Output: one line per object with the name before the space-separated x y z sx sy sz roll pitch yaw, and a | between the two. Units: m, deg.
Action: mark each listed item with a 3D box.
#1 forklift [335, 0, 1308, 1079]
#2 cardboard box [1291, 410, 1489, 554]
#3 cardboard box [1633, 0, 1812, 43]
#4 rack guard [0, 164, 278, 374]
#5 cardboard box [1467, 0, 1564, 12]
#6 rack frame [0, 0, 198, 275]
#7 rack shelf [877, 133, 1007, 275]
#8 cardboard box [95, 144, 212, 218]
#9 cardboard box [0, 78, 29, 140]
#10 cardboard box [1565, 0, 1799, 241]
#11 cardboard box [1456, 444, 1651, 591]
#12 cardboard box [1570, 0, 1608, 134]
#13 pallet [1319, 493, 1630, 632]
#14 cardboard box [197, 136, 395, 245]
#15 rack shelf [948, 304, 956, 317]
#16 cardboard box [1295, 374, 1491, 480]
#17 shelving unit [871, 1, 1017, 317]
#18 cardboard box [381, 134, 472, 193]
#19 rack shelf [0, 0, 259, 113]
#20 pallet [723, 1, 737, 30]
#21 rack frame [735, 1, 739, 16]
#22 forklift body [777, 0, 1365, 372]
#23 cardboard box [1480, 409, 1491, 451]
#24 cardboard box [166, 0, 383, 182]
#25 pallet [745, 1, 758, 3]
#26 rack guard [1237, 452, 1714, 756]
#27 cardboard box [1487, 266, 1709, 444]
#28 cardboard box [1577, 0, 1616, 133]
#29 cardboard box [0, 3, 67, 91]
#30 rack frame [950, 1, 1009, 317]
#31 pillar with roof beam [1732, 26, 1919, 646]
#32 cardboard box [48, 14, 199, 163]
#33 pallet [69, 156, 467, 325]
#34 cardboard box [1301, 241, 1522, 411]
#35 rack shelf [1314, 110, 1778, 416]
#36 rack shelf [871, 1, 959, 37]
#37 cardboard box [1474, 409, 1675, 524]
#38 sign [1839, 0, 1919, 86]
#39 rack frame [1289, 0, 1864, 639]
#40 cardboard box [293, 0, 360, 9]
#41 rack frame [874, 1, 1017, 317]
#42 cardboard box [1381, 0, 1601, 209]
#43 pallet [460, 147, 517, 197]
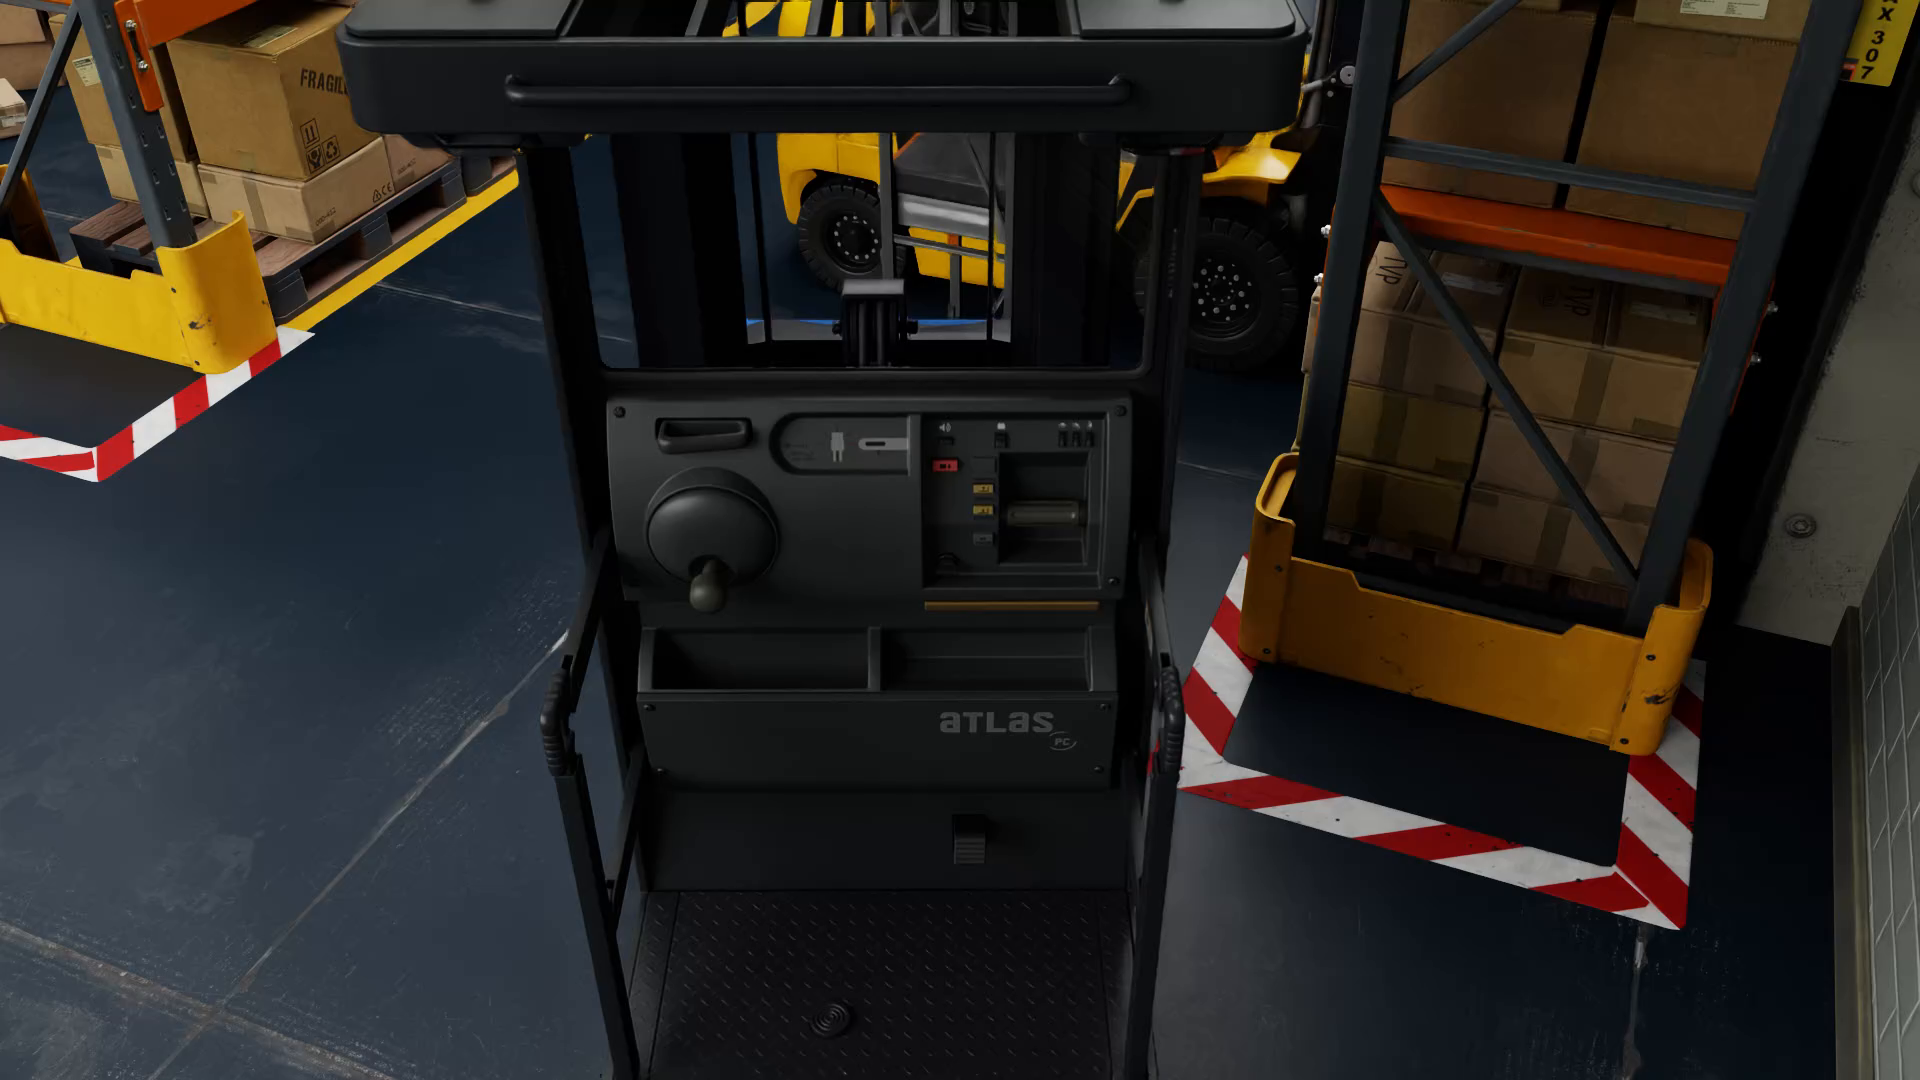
forklift | -0.156 0.000 2.802 1.130 2.935 3.031 0 37 0
cardboard box | 1.290 -0.249 5.023 0.500 0.250 0.500 14 39 18
cardboard box | 1.773 -1.278 3.829 0.380 0.149 0.250 13 39 17
rack guard | -3.159 -1.019 6.196 1.175 0.500 0.348 14 39 18
cardboard box | 1.276 -1.405 3.999 0.380 0.149 0.250 14 39 18
rack frame | -3.188 -1.978 5.391 1.000 3.000 0.127 14 39 18
rack shelf | 0.063 -0.922 4.752 0.431 0.518 0.480 14 39 18
cardboard box | -3.120 -1.567 6.787 0.500 0.250 0.500 14 39 18
cardboard box | -4.558 -2.022 7.831 0.250 0.149 0.380 -25 43 -29
cardboard box | 1.849 -1.101 4.134 0.500 0.500 0.500 15 39 19
cardboard box | 1.771 -0.144 4.883 0.500 0.250 0.500 14 39 18
cardboard box | 1.554 -1.507 4.678 0.500 0.500 0.500 15 39 19
pallet | 1.656 -0.166 5.295 1.003 0.211 1.213 14 39 18
cardboard box | -2.626 -1.429 6.602 0.500 0.250 0.500 14 39 17
rack shelf | 0.063 -0.361 5.171 0.431 0.518 0.480 14 39 18
cardboard box | 1.300 -0.458 4.885 0.500 0.250 0.500 13 39 17
shelving unit | 0.063 -0.933 4.744 0.431 2.100 0.503 14 39 18
cardboard box | -2.424 -1.710 6.978 0.500 0.250 0.500 15 39 19
rack shelf | -2.427 -2.798 7.088 1.077 0.370 4.000 14 39 18
pallet | -1.889 -2.696 8.681 1.003 0.211 1.213 14 39 18
rack frame | -1.666 -4.193 8.354 1.000 3.000 0.127 14 39 18
forklift body | 0.438 -1.975 6.096 2.313 2.155 1.214 14 39 18
cardboard box | 1.488 -0.522 5.389 0.500 0.250 0.500 14 39 18
cardboard box | -2.617 -1.743 6.395 0.500 0.500 0.500 13 39 16
pallet | -1.371 -3.508 9.766 1.003 0.211 1.213 14 39 18
rack guard | 1.394 0.165 4.612 1.175 0.500 0.348 14 39 18
cardboard box | 1.761 -0.540 4.578 0.500 0.250 0.500 13 39 17
cardboard box | 2.027 -1.394 4.526 0.500 0.500 0.500 15 39 19
cardboard box | -4.861 -2.528 8.211 0.797 0.503 0.637 -11 38 -14
rack frame | 0.156 -1.068 4.925 0.400 2.100 0.015 14 39 18
pillar with roof beam | -1.479 -4.414 3.638 9.100 9.000 0.400 14 39 18
cardboard box | -3.125 -1.849 6.537 0.500 0.500 0.500 14 39 18
pallet | -2.817 -1.345 6.874 1.003 0.211 1.213 14 39 18
cardboard box | 1.290 -0.643 4.716 0.500 0.250 0.500 15 39 19
rack shelf | 2.165 -1.669 5.578 1.077 0.370 4.000 14 39 18
rack shelf | 0.063 -1.482 4.333 0.431 0.518 0.480 14 39 18
cardboard box | 1.775 -0.330 4.714 0.500 0.250 0.500 15 39 19
sign | 1.915 -1.098 3.425 0.100 0.325 0.005 14 39 18
rack frame | 1.404 -0.850 3.881 1.000 3.000 0.127 14 39 18
cardboard box | -2.422 -2.033 6.784 0.500 0.500 0.500 12 39 16
rack frame | -0.030 -0.798 4.563 0.400 2.100 0.015 14 39 18
cardboard box | 1.348 -1.222 4.296 0.500 0.500 0.500 13 39 17
pallet | -2.352 -2.018 7.774 1.003 0.211 1.213 14 39 18
